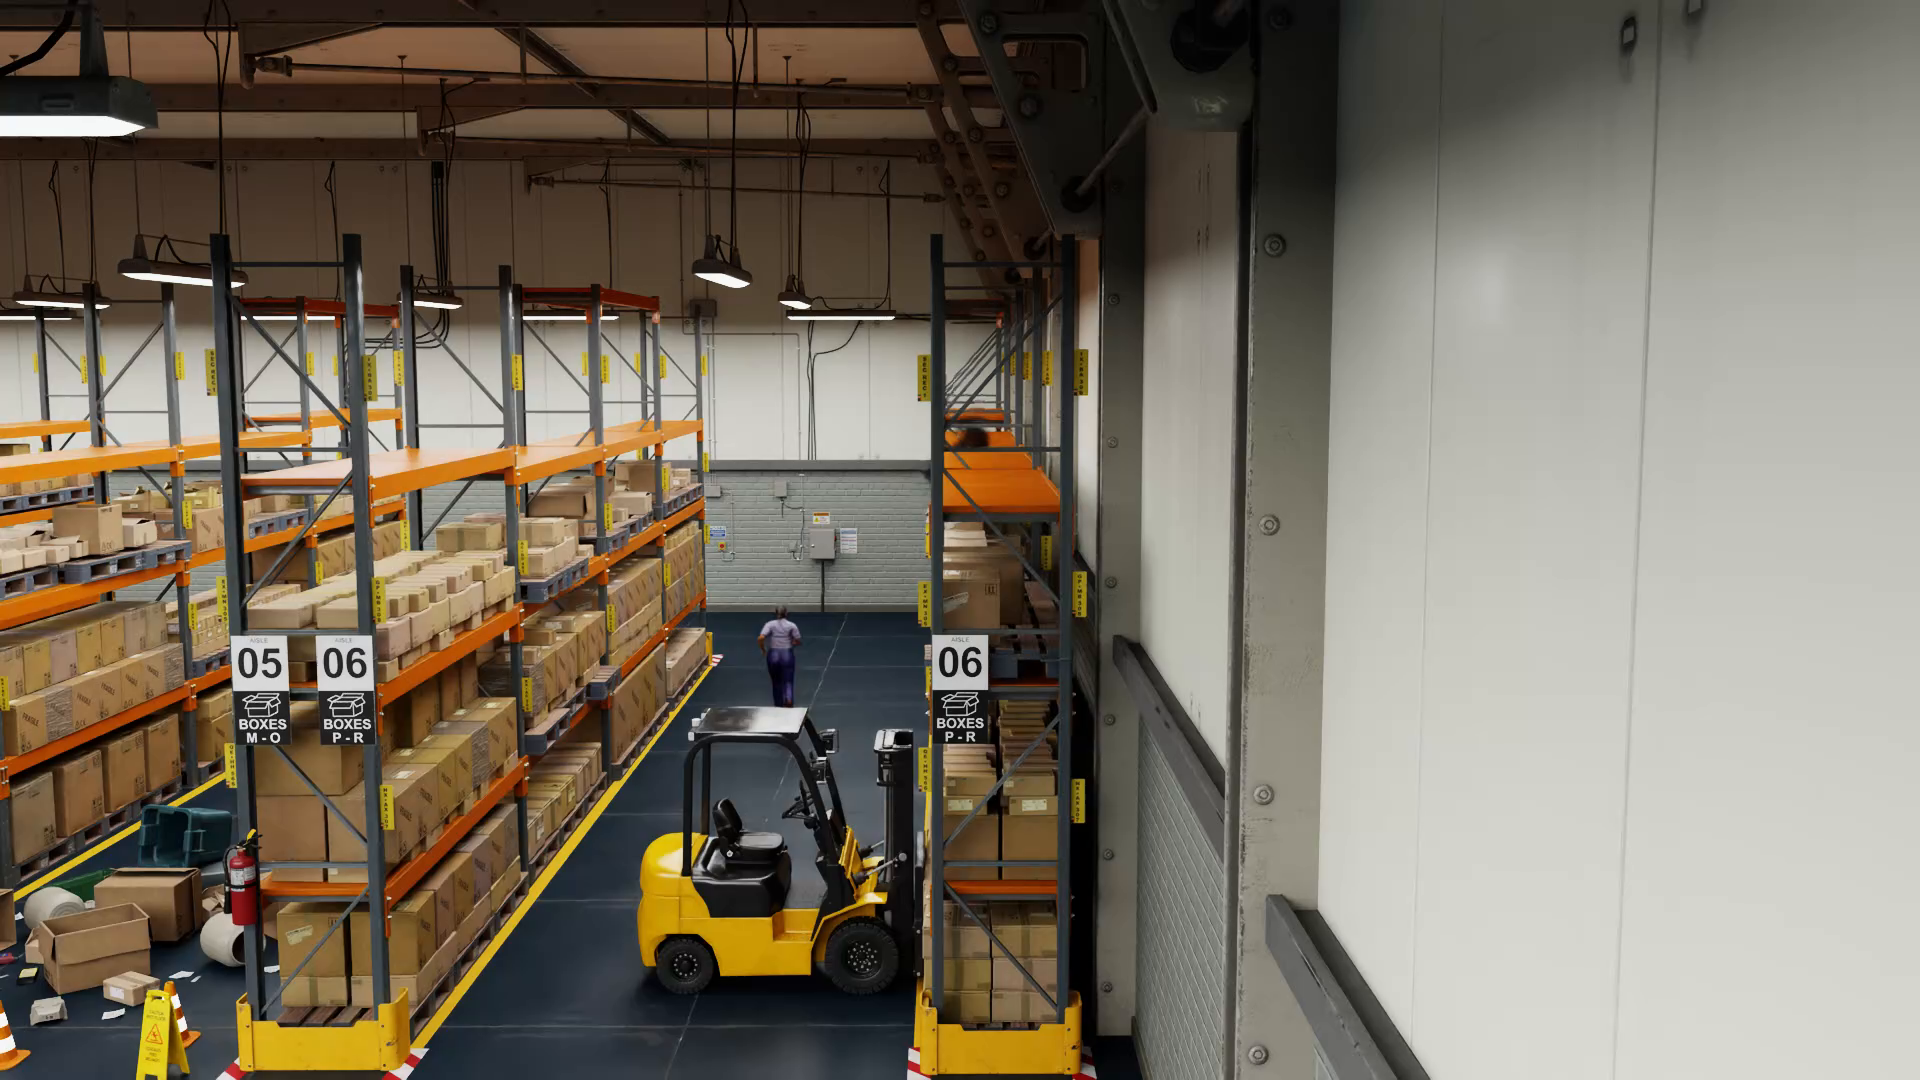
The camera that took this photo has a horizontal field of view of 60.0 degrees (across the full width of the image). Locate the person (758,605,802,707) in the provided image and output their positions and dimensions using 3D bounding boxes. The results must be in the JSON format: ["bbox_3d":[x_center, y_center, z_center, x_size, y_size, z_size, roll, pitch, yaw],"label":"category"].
[{"bbox_3d":[-2.561,1.756,23.702,0.615,1.643,0.889,0,6,-1],"label":"person"}]
